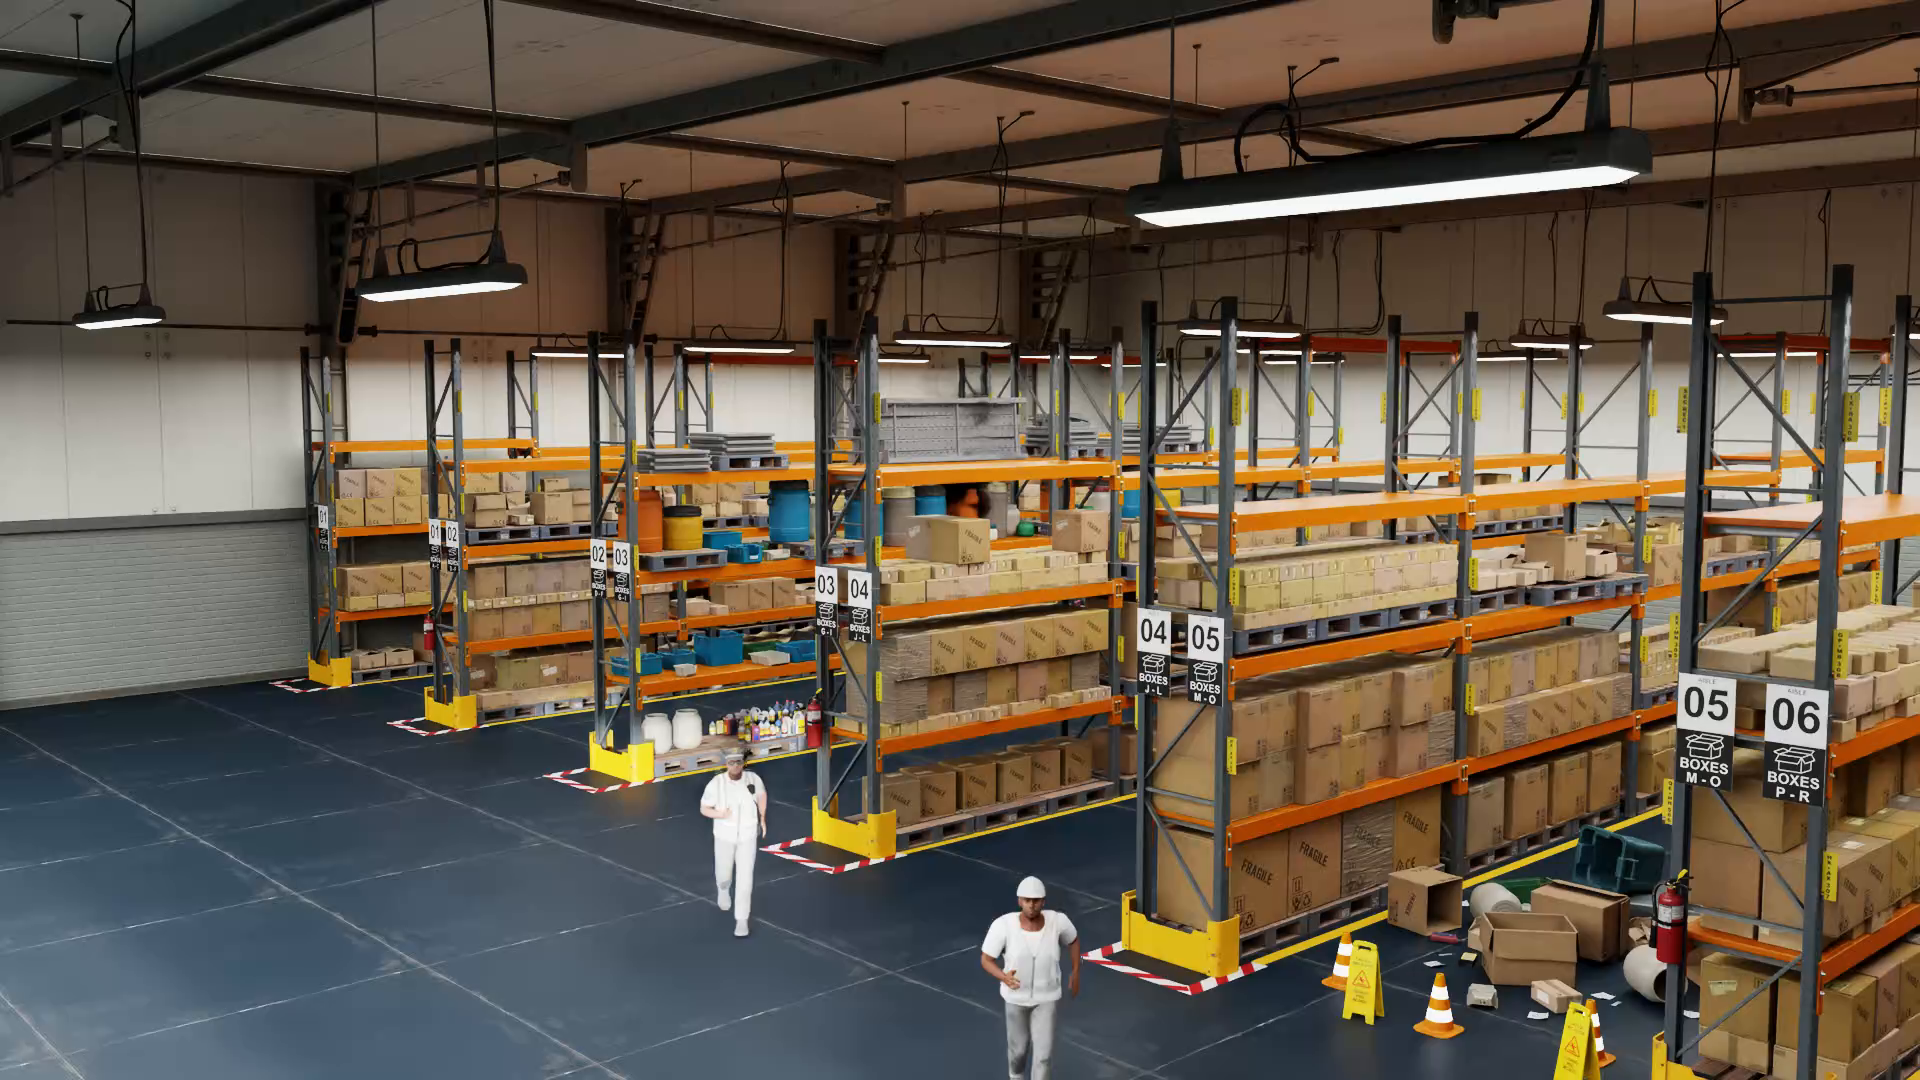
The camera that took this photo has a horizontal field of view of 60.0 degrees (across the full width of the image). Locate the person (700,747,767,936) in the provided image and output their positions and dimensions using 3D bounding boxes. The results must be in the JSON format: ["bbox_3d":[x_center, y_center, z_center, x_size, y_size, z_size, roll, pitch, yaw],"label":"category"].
[{"bbox_3d":[-2.182,2.848,16.115,0.664,1.761,0.944,-1,5,-13],"label":"person"}]

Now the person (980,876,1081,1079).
[{"bbox_3d":[0.502,3.246,11.747,0.722,1.789,0.869,0,5,0],"label":"person"}]

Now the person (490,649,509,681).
[{"bbox_3d":[-7.724,1.842,28.208,0.607,1.648,0.888,5,7,44],"label":"person"}]
